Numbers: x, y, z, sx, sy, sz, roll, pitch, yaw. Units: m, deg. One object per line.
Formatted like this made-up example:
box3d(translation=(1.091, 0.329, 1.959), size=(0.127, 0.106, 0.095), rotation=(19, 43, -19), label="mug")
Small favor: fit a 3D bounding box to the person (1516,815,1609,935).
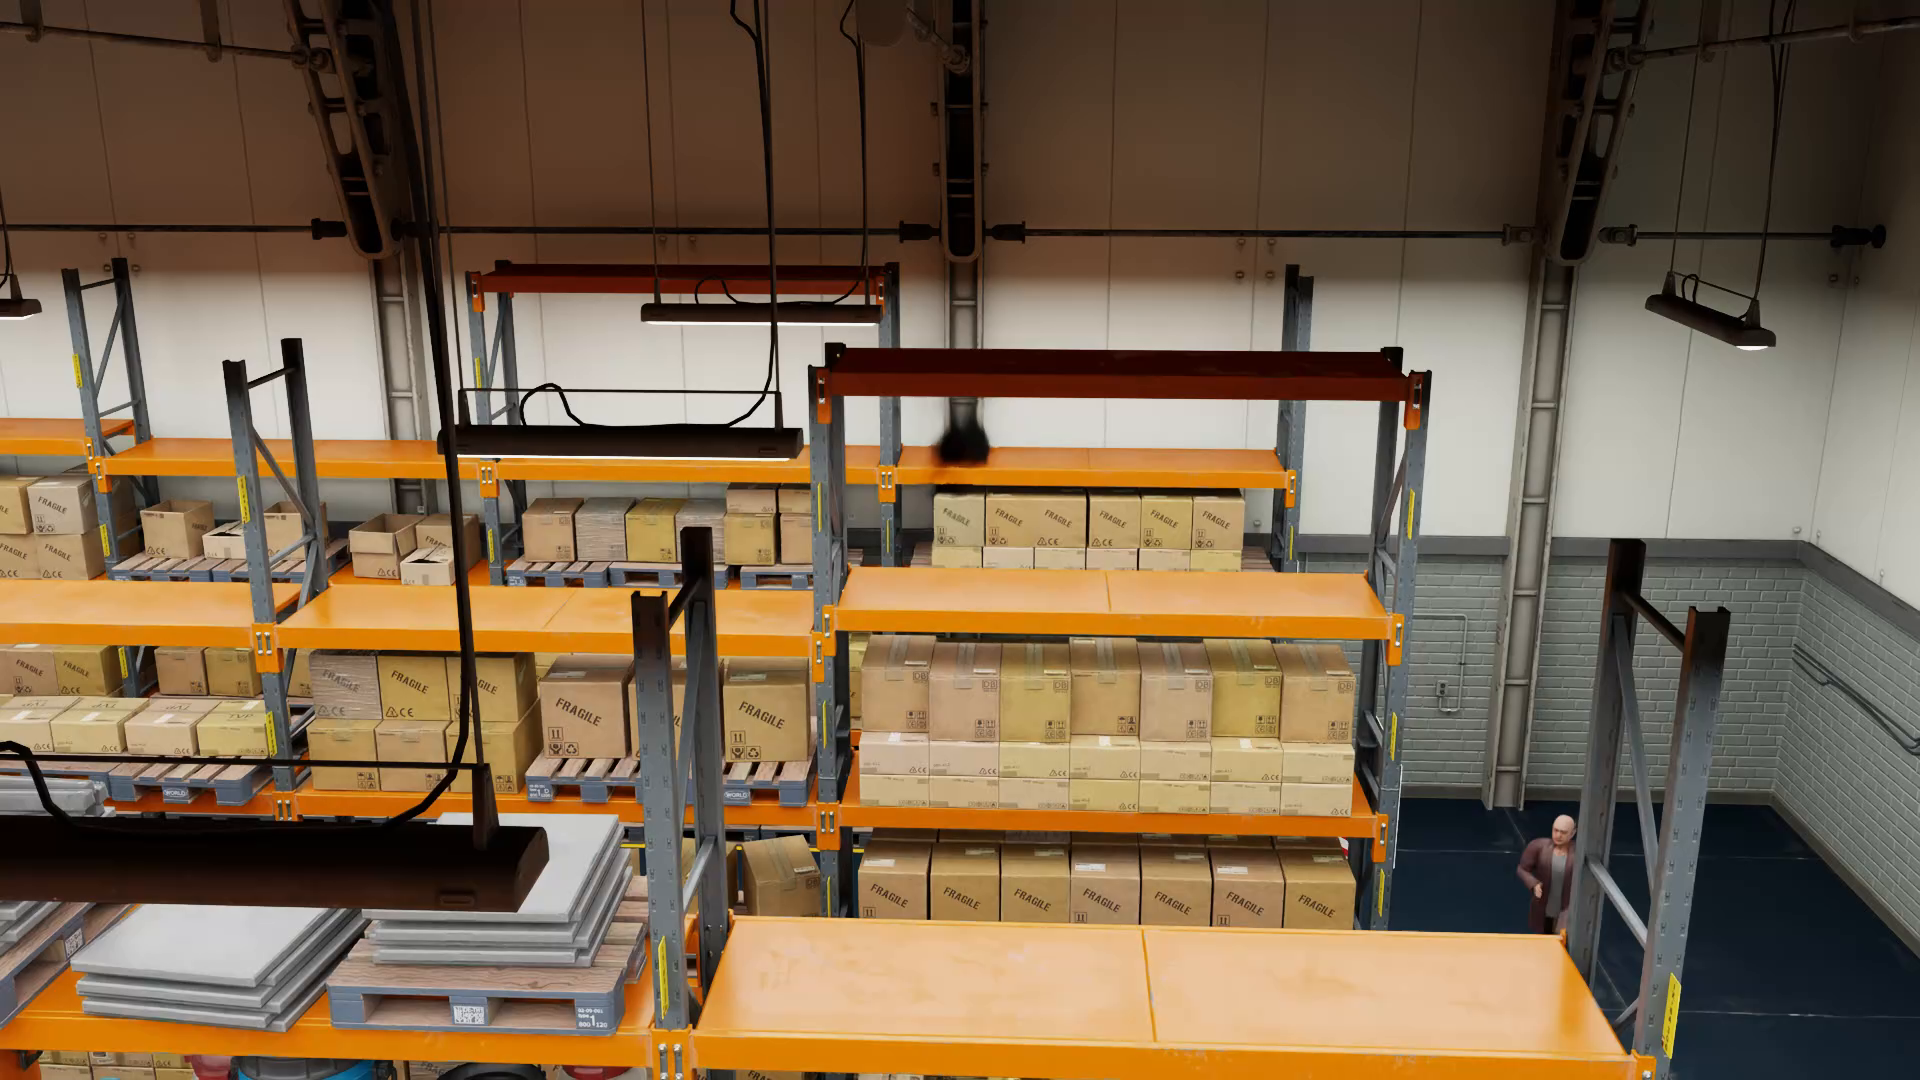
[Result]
box3d(translation=(5.144, 3.262, 14.362), size=(0.691, 1.753, 0.928), rotation=(10, 19, 31), label="person")
